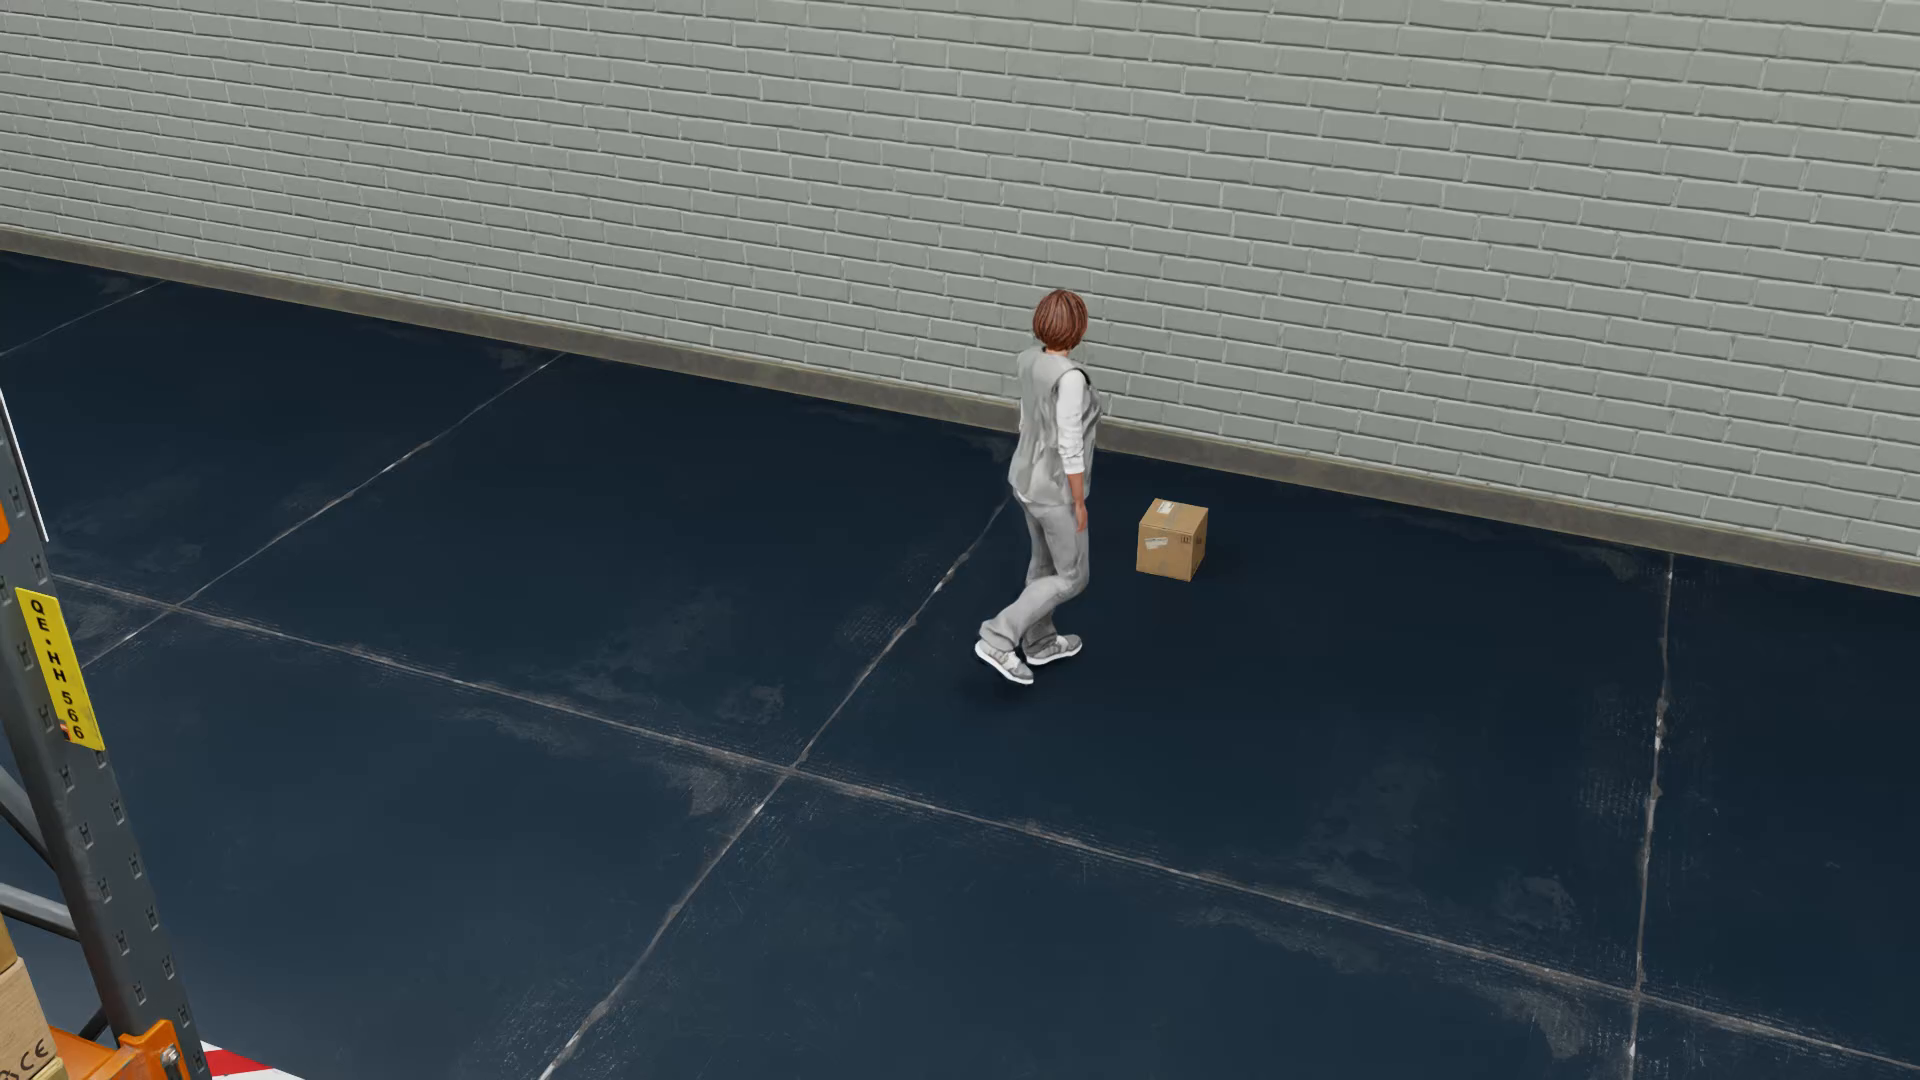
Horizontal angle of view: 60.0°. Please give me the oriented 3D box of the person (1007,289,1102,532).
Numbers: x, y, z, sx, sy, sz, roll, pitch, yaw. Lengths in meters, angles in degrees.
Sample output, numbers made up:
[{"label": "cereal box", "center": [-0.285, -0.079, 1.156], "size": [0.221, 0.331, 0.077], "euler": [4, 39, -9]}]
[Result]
[{"label": "person", "center": [0.357, -0.473, 6.290], "size": [0.328, 0.938, 0.440], "euler": [-12, 32, -19]}]
